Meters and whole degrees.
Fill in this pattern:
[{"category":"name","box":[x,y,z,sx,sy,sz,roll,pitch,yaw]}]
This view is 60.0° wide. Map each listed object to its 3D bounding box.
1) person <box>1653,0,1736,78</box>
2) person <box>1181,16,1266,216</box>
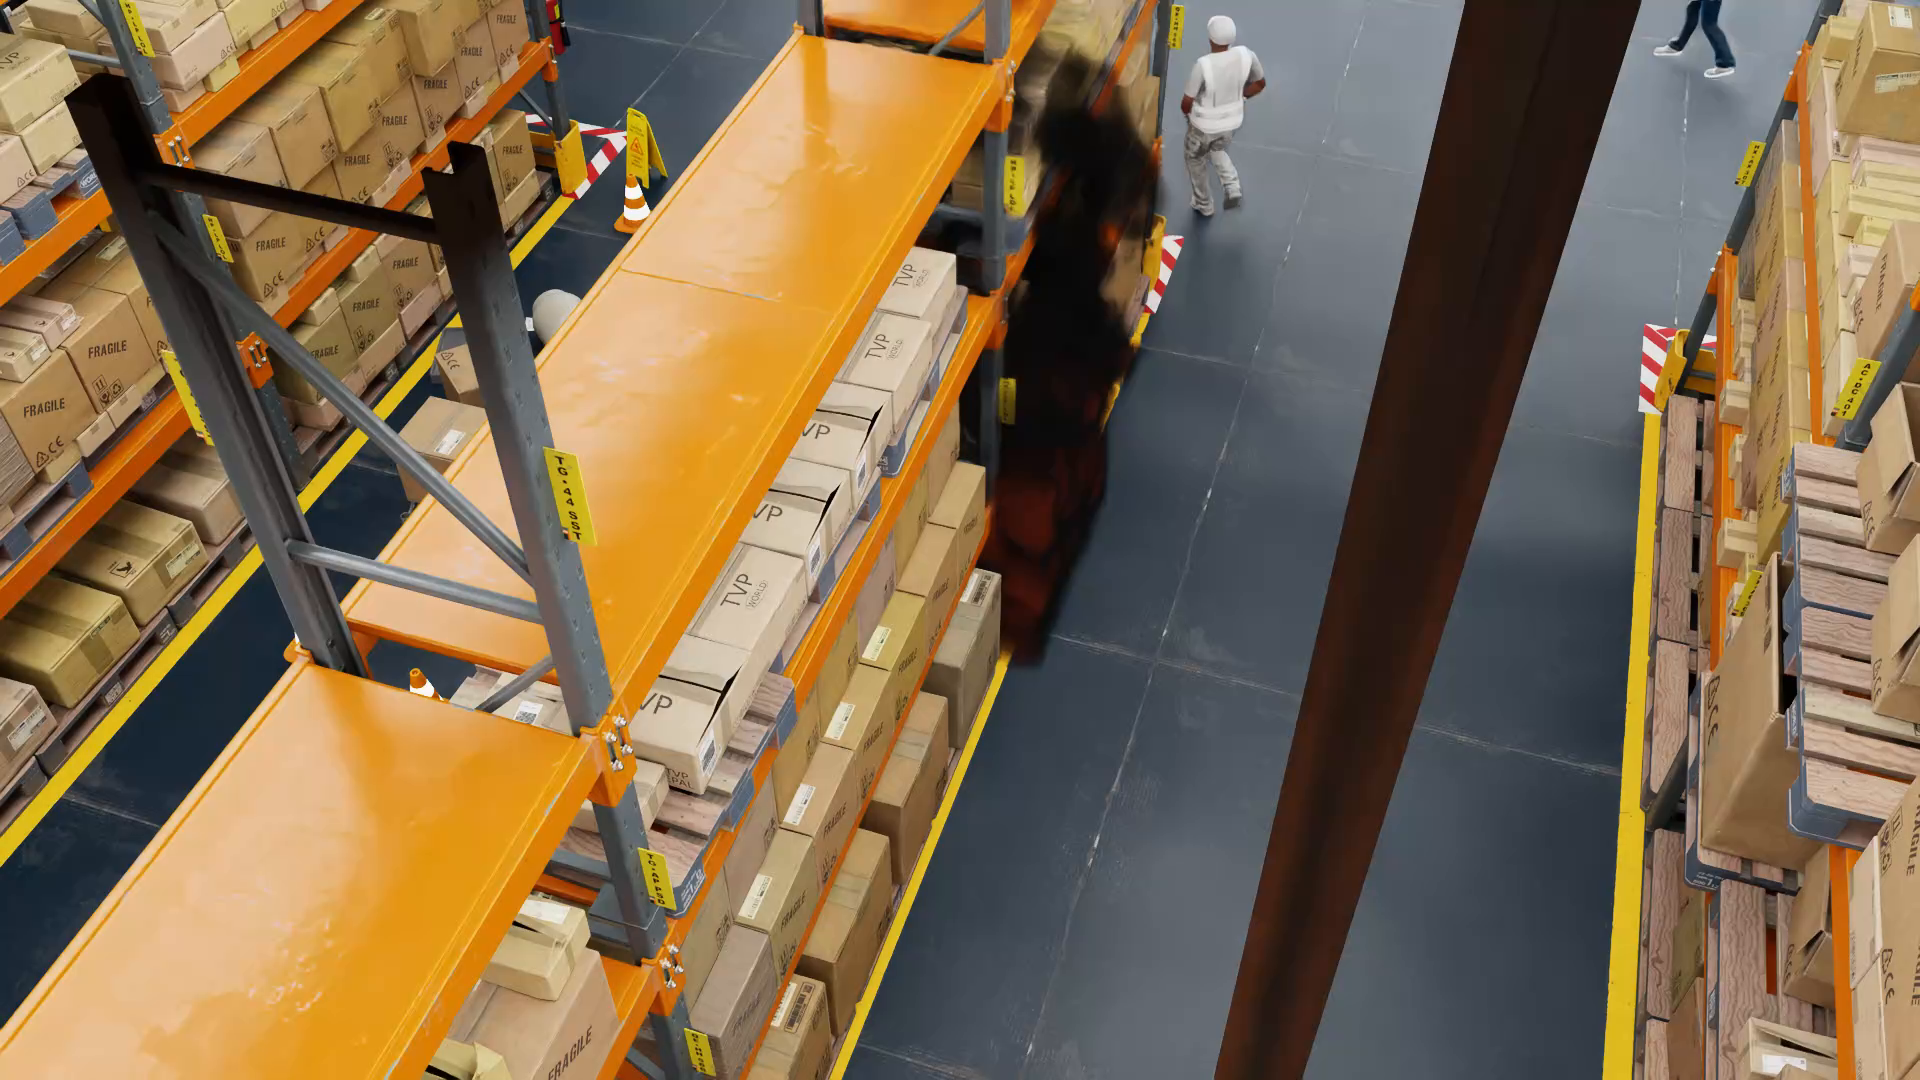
[{"category":"person","box":[6.736,-4.893,14.772,0.522,1.618,0.822,-34,54,-28]},{"category":"person","box":[2.049,-3.284,13.145,0.694,1.764,0.574,-16,48,-15]}]
